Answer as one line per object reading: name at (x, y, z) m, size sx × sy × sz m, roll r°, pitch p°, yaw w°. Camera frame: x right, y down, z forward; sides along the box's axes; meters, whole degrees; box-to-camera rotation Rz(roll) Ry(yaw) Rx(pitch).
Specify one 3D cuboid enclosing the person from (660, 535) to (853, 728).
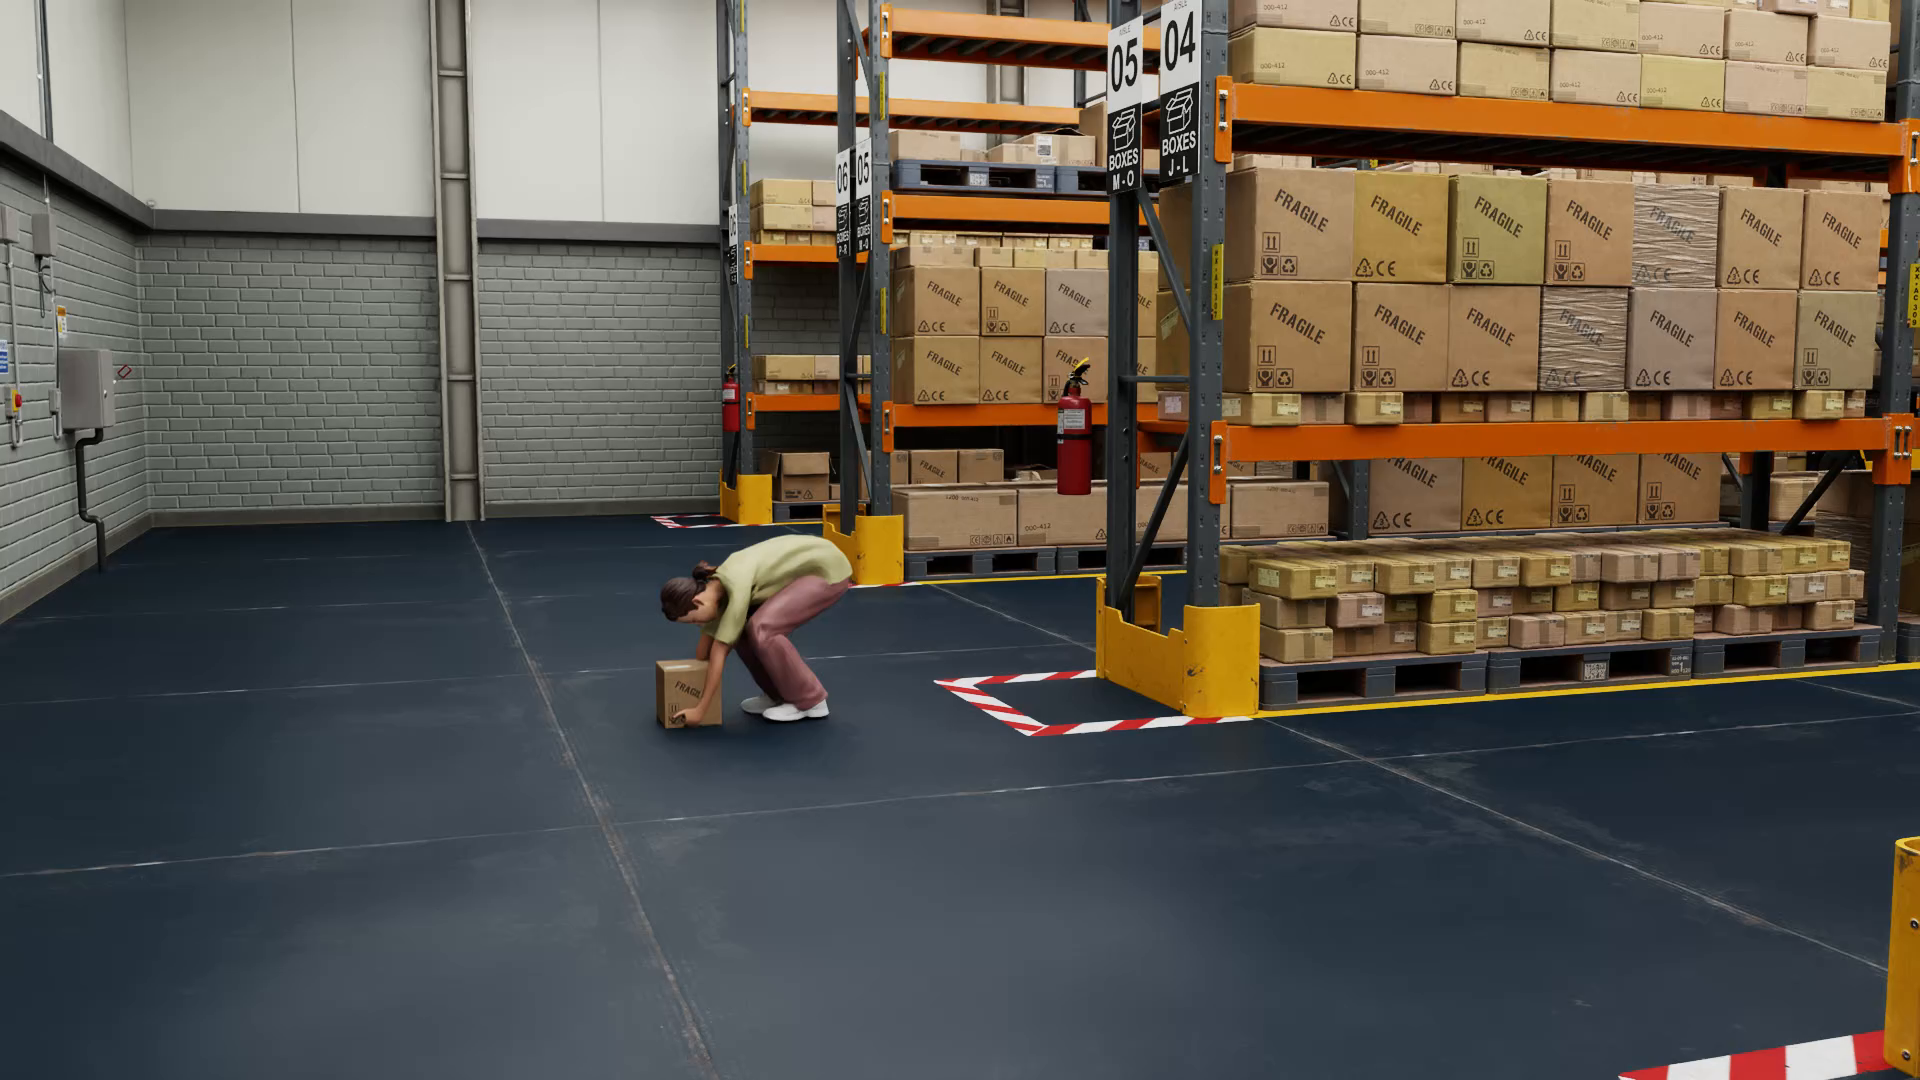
person at (-0.905, 0.401, 7.420) m, size 0.857 × 0.827 × 0.469 m, roll -2°, pitch 6°, yaw -21°
